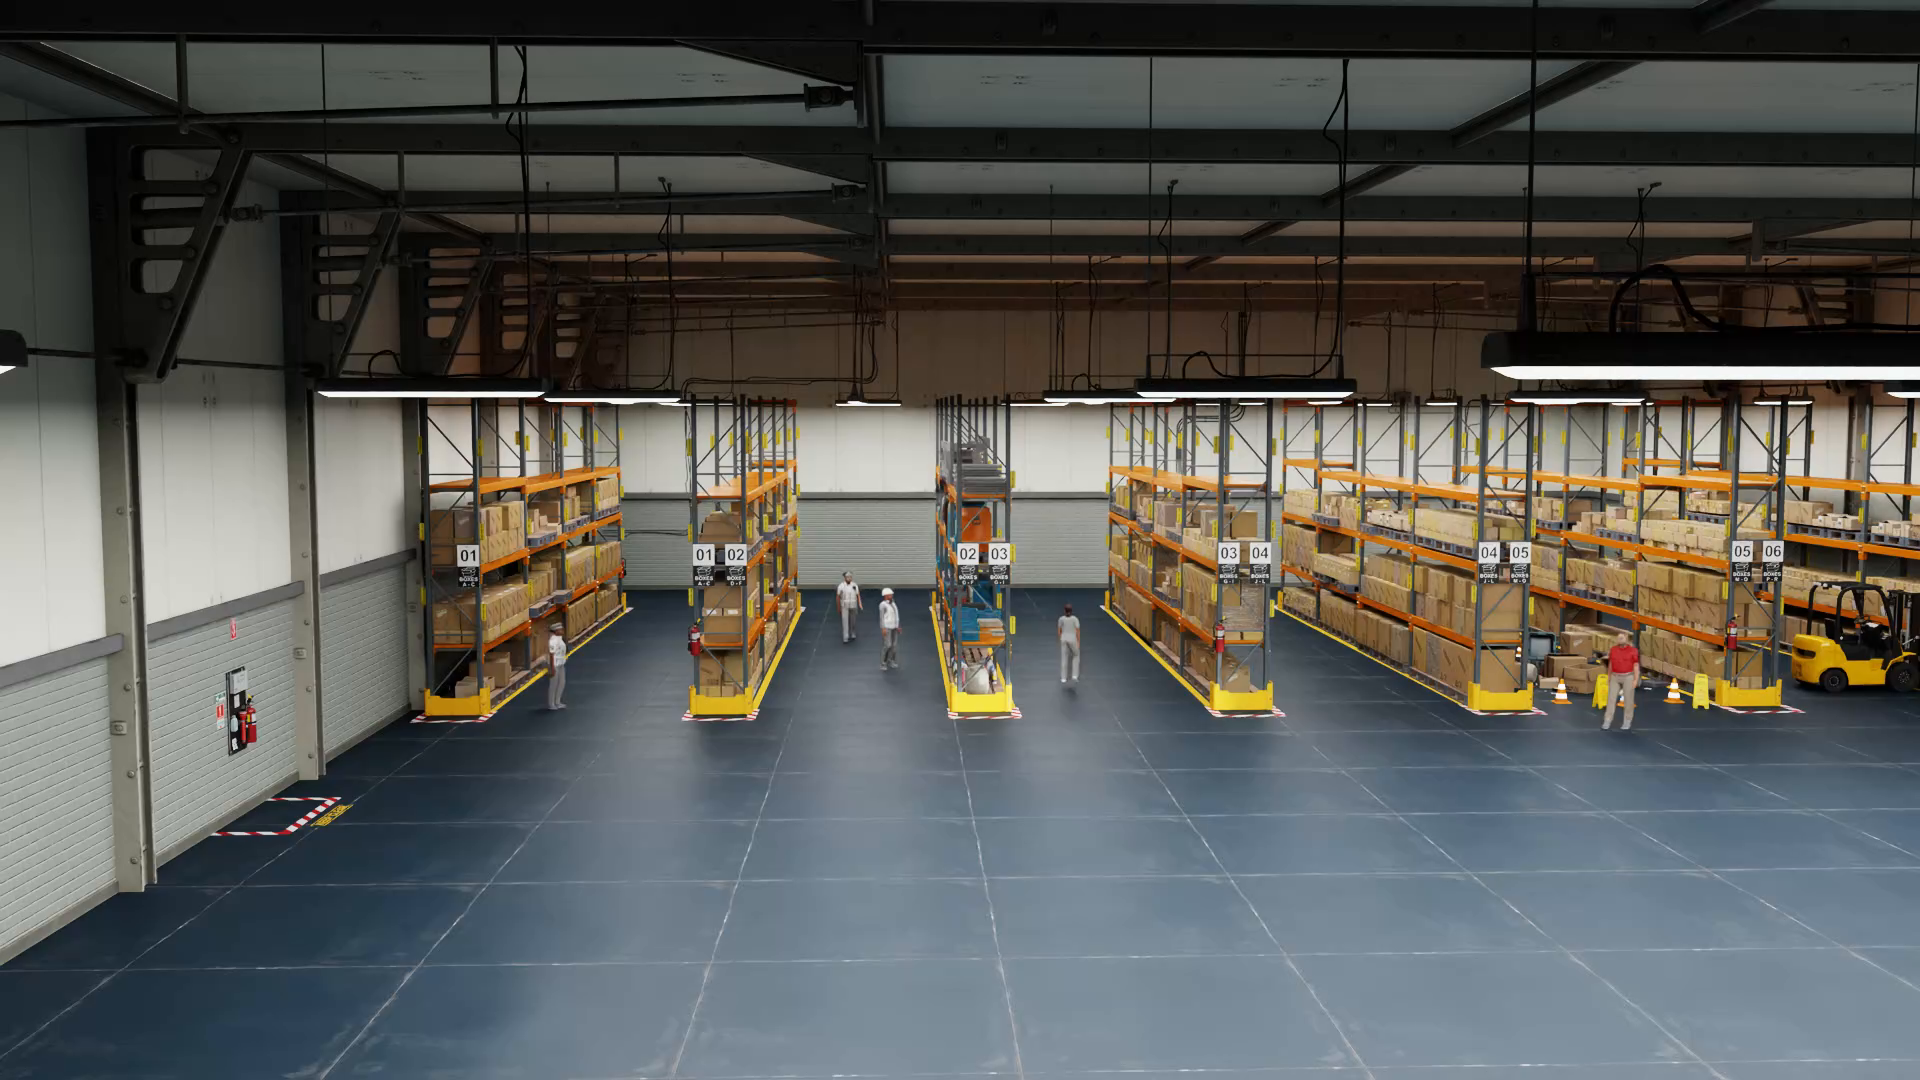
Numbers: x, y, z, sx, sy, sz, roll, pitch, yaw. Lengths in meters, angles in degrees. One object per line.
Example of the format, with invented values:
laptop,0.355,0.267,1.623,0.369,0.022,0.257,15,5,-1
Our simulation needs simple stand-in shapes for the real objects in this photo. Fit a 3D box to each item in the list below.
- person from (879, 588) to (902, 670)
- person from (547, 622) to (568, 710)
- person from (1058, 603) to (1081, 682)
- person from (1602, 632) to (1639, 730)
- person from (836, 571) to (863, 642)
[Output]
person,-1.532,1.987,36.745,0.409,1.860,0.584,3,6,37
person,-7.700,2.395,31.697,0.388,1.682,0.566,1,5,15
person,2.282,2.164,34.718,0.484,1.721,0.563,2,5,23
person,11.812,2.521,29.752,0.548,1.740,0.546,4,6,42
person,-2.726,1.628,40.992,0.642,1.730,1.020,0,5,-5
